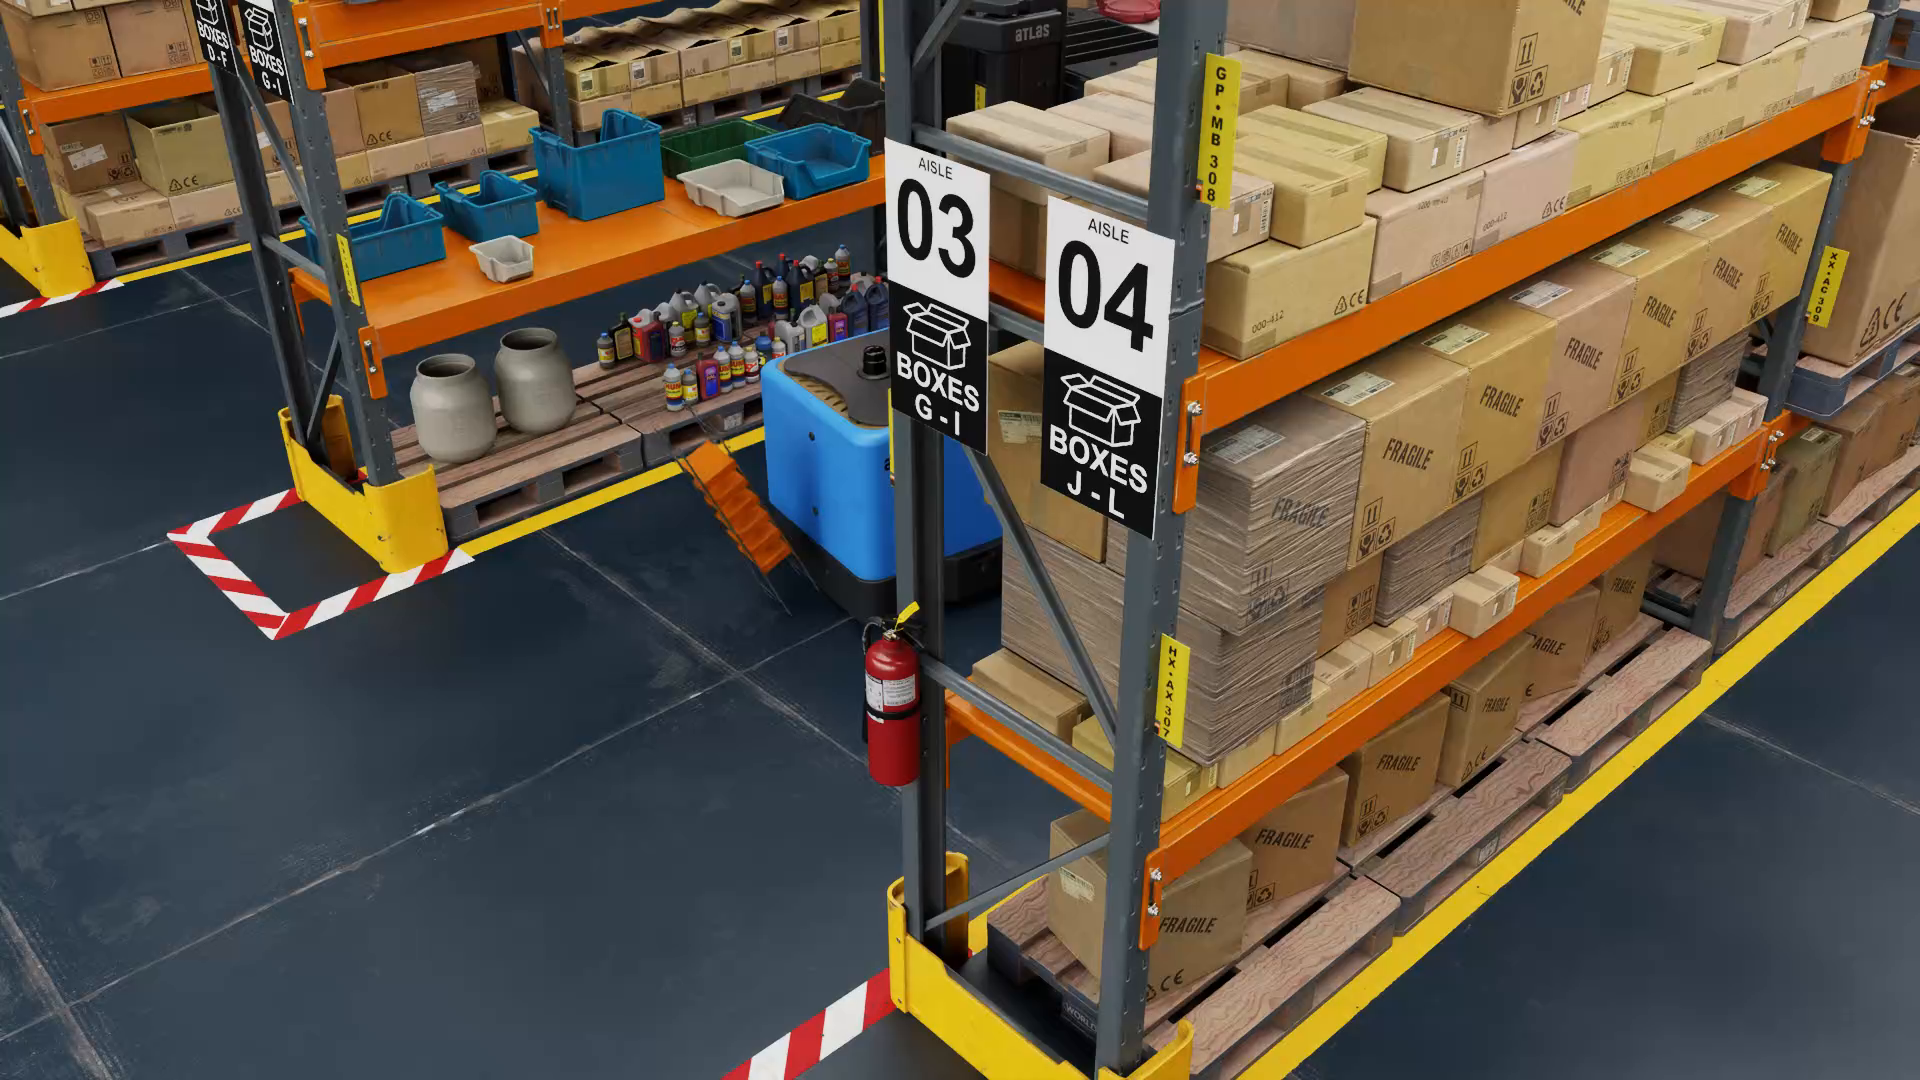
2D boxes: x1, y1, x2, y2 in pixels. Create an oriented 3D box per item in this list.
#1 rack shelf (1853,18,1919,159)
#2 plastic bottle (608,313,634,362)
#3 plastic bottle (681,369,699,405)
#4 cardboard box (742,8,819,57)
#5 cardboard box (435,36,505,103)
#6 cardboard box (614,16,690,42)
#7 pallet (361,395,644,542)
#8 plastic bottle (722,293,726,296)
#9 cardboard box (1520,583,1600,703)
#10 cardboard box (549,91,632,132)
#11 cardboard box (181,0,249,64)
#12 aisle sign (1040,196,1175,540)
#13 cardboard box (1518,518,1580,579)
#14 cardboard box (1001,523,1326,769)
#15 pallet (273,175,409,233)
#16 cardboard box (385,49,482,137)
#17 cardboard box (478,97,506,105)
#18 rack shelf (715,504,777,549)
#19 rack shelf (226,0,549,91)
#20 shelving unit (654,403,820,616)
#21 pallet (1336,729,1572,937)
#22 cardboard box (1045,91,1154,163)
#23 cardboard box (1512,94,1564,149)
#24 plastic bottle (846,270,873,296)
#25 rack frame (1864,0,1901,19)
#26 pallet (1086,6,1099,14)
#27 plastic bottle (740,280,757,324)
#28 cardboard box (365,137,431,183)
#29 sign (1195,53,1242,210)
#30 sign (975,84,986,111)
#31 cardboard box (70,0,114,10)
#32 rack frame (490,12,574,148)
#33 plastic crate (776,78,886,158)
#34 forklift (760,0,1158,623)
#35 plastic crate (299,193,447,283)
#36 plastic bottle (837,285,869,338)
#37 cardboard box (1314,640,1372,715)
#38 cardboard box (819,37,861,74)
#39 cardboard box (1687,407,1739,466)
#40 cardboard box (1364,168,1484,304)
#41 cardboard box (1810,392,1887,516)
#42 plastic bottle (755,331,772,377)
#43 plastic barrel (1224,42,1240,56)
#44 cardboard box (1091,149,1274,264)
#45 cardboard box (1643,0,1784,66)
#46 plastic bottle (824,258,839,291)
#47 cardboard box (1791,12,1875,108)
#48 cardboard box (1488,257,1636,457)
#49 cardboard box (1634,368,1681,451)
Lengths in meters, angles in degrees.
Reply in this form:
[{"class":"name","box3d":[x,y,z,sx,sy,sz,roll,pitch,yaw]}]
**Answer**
[{"class":"rack shelf","box3d":[4.587,-2.540,7.843,4.000,0.370,1.077,-26,40,-35]},{"class":"plastic bottle","box3d":[-2.058,-1.230,10.068,0.133,0.283,0.061,-25,39,-34]},{"class":"plastic bottle","box3d":[-1.563,-0.888,9.588,0.097,0.201,0.097,0,31,0]},{"class":"cardboard box","box3d":[-1.644,-4.668,15.204,0.500,0.311,0.500,-26,40,-36]},{"class":"cardboard box","box3d":[-4.165,-3.930,13.816,0.500,0.500,0.500,-26,40,-35]},{"class":"cardboard box","box3d":[-2.765,-4.510,14.946,0.500,0.311,0.500,-26,40,-36]},{"class":"pallet","box3d":[-2.557,-0.475,9.324,1.213,0.211,1.003,-26,40,-35]},{"class":"plastic bottle","box3d":[-1.483,-1.460,10.523,0.097,0.201,0.097,0,31,0]},{"class":"cardboard box","box3d":[2.386,0.362,7.276,0.500,0.500,0.500,-13,34,-21]},{"class":"cardboard box","box3d":[-3.148,-3.703,14.164,0.500,0.250,0.500,-27,40,-37]},{"class":"cardboard box","box3d":[-5.444,-3.795,11.985,0.500,0.500,0.700,-26,40,-35]},{"class":"aisle sign","box3d":[0.346,-0.411,4.055,0.004,0.787,0.394,-26,40,-35]},{"class":"cardboard box","box3d":[2.053,-0.035,6.173,0.250,0.149,0.380,-26,40,-35]},{"class":"cardboard box","box3d":[0.610,0.207,5.155,0.500,0.500,0.875,-26,40,-35]},{"class":"pallet","box3d":[-5.118,-2.758,13.058,1.213,0.211,1.003,-26,40,-35]},{"class":"cardboard box","box3d":[-4.178,-3.554,13.200,0.500,0.500,0.500,-26,40,-35]},{"class":"cardboard box","box3d":[-4.158,-3.606,14.005,0.500,0.250,0.500,-26,40,-35]},{"class":"rack shelf","box3d":[-1.018,-0.097,7.866,0.180,0.103,0.258,-41,44,-13]},{"class":"rack shelf","box3d":[-1.713,-3.016,8.621,4.000,0.370,1.077,-26,40,-35]},{"class":"shelving unit","box3d":[-1.034,-0.126,7.836,0.189,1.200,0.258,-41,44,-13]},{"class":"pallet","box3d":[1.758,1.019,6.882,1.213,0.211,1.003,-26,40,-35]},{"class":"cardboard box","box3d":[0.450,-1.090,4.544,0.250,0.149,0.380,-27,41,-37]},{"class":"cardboard box","box3d":[1.524,-1.282,4.858,0.380,0.149,0.250,27,41,37]},{"class":"plastic bottle","box3d":[-0.621,-1.526,10.488,0.185,0.351,0.144,-26,40,-35]},{"class":"rack frame","box3d":[3.121,-3.417,5.712,0.127,3.000,1.000,-26,40,-35]},{"class":"pallet","box3d":[0.789,-5.559,17.638,1.213,0.211,1.003,-26,40,-35]},{"class":"plastic bottle","box3d":[-1.342,-1.515,10.546,0.097,0.271,0.097,0,31,0]},{"class":"cardboard box","box3d":[-4.533,-3.050,13.096,0.500,0.250,0.500,-26,40,-35]},{"class":"sign","box3d":[0.557,-0.884,3.607,0.005,0.325,0.100,-26,40,-35]},{"class":"sign","box3d":[0.119,-2.656,9.953,0.005,0.325,0.100,-26,40,-35]},{"class":"cardboard box","box3d":[-5.919,-3.701,11.209,0.250,0.149,0.380,-27,41,-37]},{"class":"rack frame","box3d":[-3.612,-4.649,13.477,0.127,3.000,1.000,-26,40,-35]},{"class":"plastic crate","box3d":[-0.717,-2.589,10.168,0.504,0.338,0.767,-26,40,-35]},{"class":"forklift","box3d":[0.514,-1.434,8.286,3.031,2.935,1.130,-20,37,-29]},{"class":"plastic crate","box3d":[-3.016,-1.562,8.572,0.616,0.251,0.499,-26,40,-35]},{"class":"plastic bottle","box3d":[-0.664,-1.403,10.287,0.144,0.351,0.185,27,40,37]},{"class":"cardboard box","box3d":[1.118,0.397,5.465,0.250,0.149,0.380,-26,40,-35]},{"class":"cardboard box","box3d":[-1.274,-4.609,15.646,0.500,0.250,0.500,-26,40,-36]},{"class":"cardboard box","box3d":[2.973,-0.477,6.895,0.250,0.149,0.380,-26,40,-35]},{"class":"cardboard box","box3d":[1.091,-0.912,4.634,0.500,0.250,0.500,-27,40,-36]},{"class":"cardboard box","box3d":[4.358,-0.549,8.747,0.700,0.500,0.500,25,40,35]},{"class":"plastic bottle","box3d":[-1.165,-1.110,9.884,0.097,0.271,0.097,0,31,0]},{"class":"plastic barrel","box3d":[1.768,-3.623,11.692,0.421,0.512,0.421,0,31,0]},{"class":"cardboard box","box3d":[0.547,-0.834,4.125,0.250,0.149,0.380,-26,40,-36]},{"class":"cardboard box","box3d":[2.511,-1.728,5.587,0.250,0.149,0.380,-27,41,-37]},{"class":"plastic bottle","box3d":[-0.853,-1.765,11.022,0.097,0.201,0.097,0,31,0]},{"class":"cardboard box","box3d":[2.964,-1.812,6.106,0.500,0.250,0.500,-24,39,-34]},{"class":"cardboard box","box3d":[1.876,-0.658,5.612,0.500,0.500,0.500,-26,40,-35]},{"class":"cardboard box","box3d":[2.358,-0.727,6.683,0.500,0.500,0.875,-26,40,-35]}]
